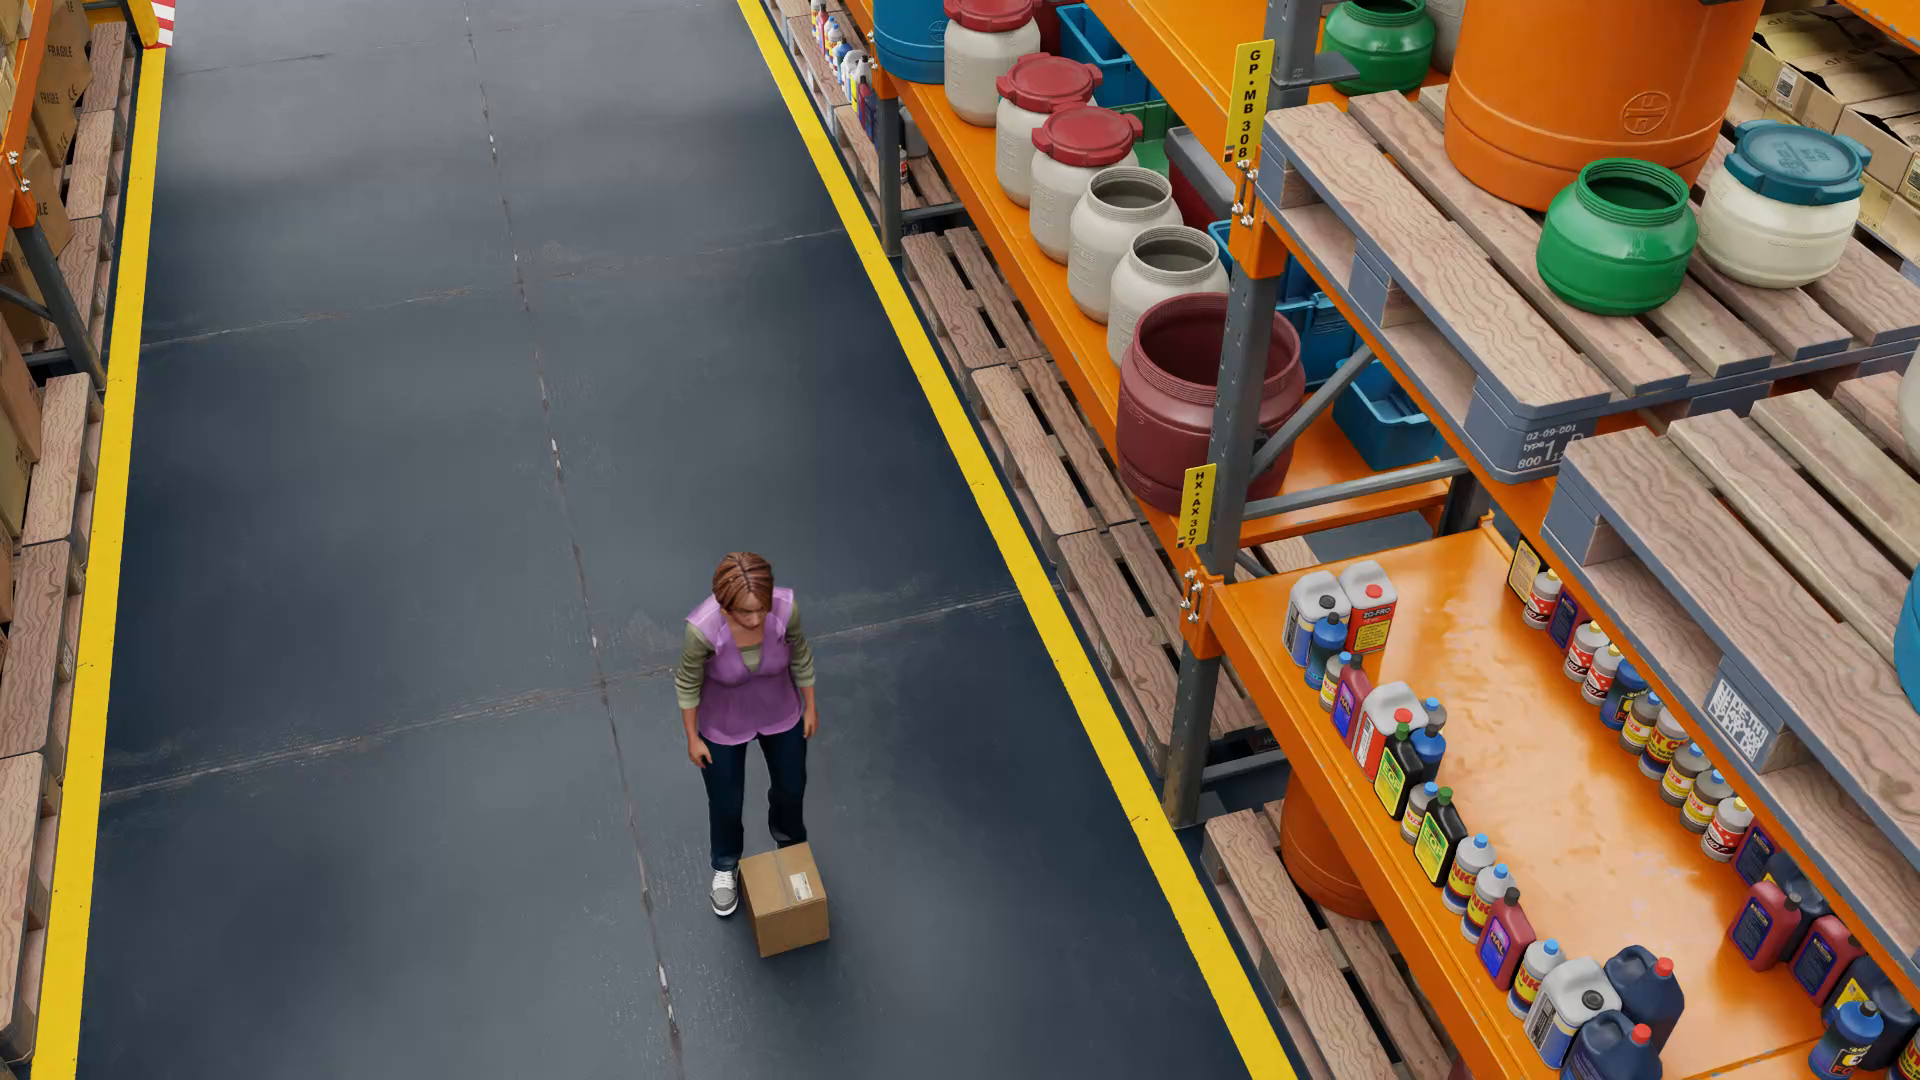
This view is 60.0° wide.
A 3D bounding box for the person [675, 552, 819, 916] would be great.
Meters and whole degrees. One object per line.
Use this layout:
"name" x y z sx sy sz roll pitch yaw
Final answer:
"person" -0.693 0.611 5.512 0.475 1.591 0.345 -14 45 -15
